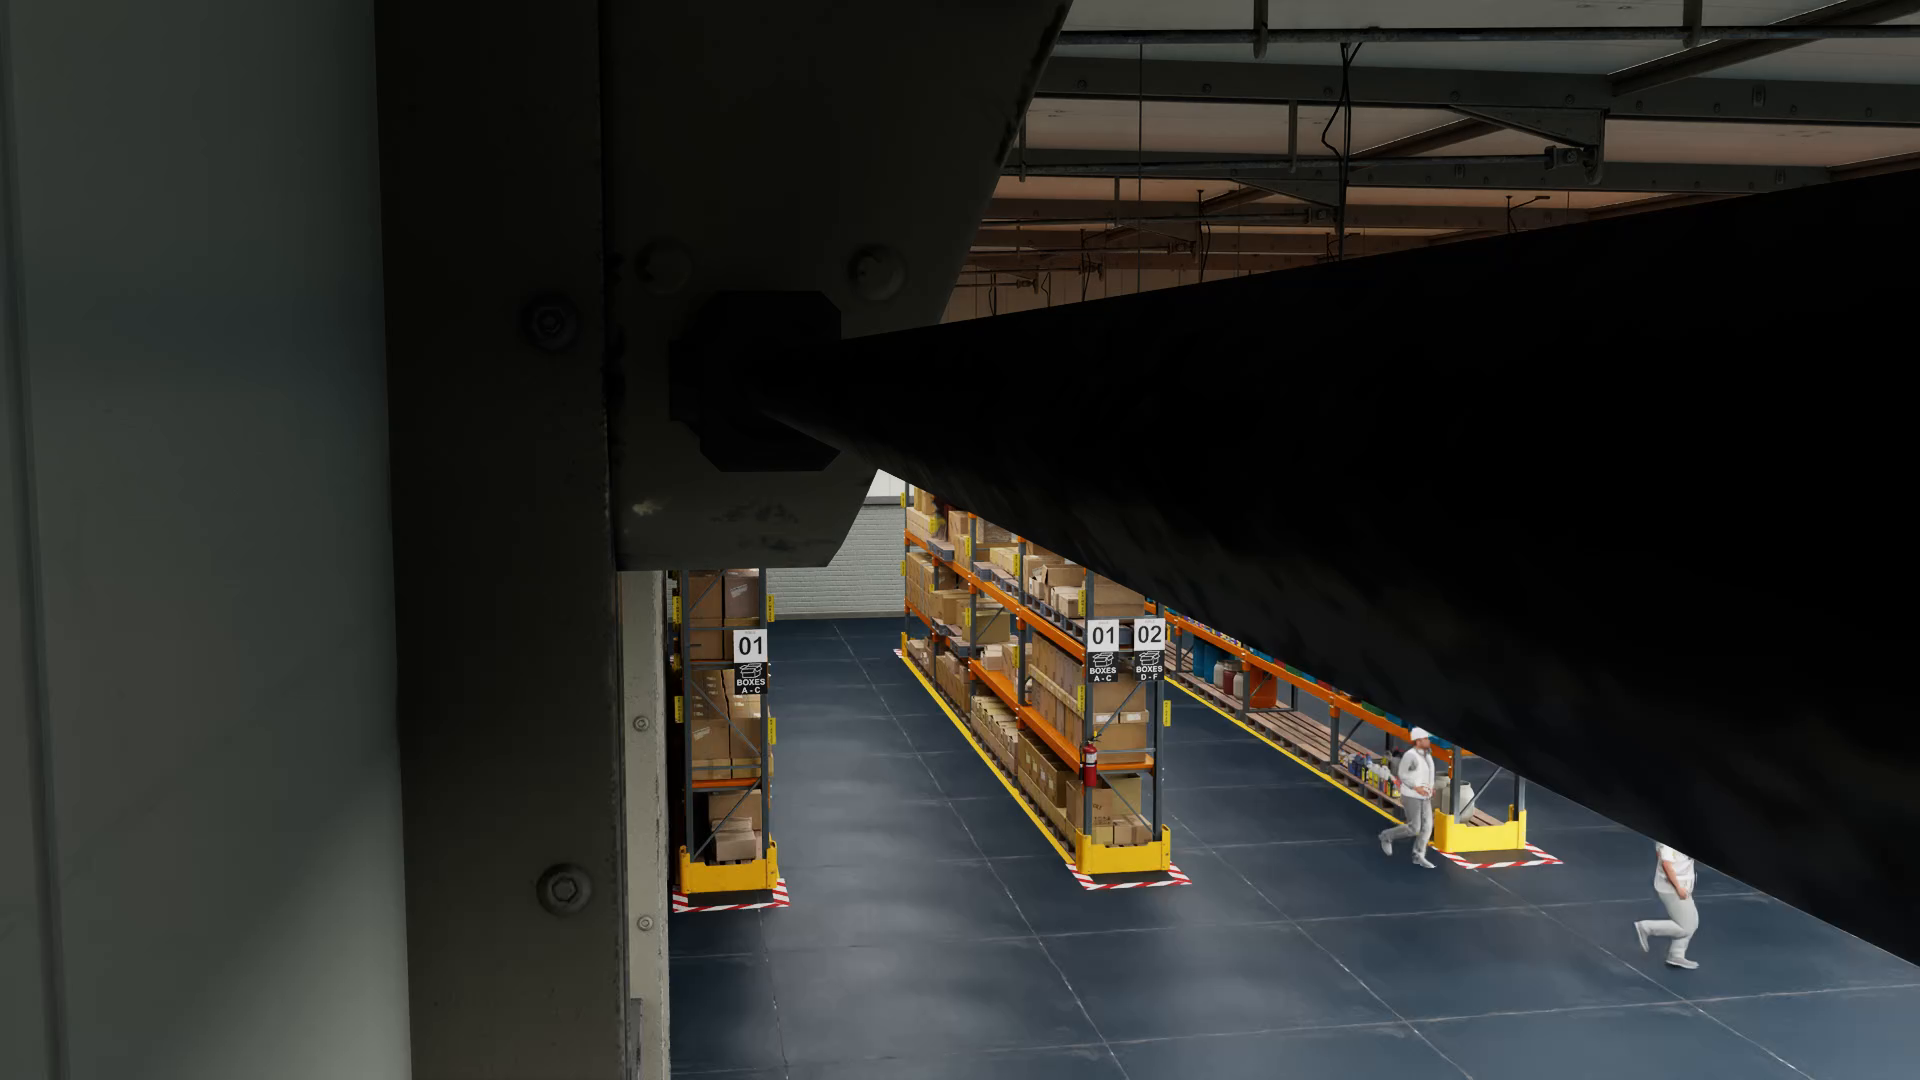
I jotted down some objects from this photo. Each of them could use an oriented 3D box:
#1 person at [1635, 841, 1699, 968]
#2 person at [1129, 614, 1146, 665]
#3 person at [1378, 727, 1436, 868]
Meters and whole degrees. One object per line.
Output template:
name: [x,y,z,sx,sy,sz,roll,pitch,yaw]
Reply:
person: [7.492,3.659,17.579,0.659,1.747,0.683,2,6,18]
person: [3.422,2.203,31.982,0.562,1.654,0.687,-1,6,-14]
person: [5.836,3.261,21.320,0.693,1.750,0.751,-6,8,-43]
